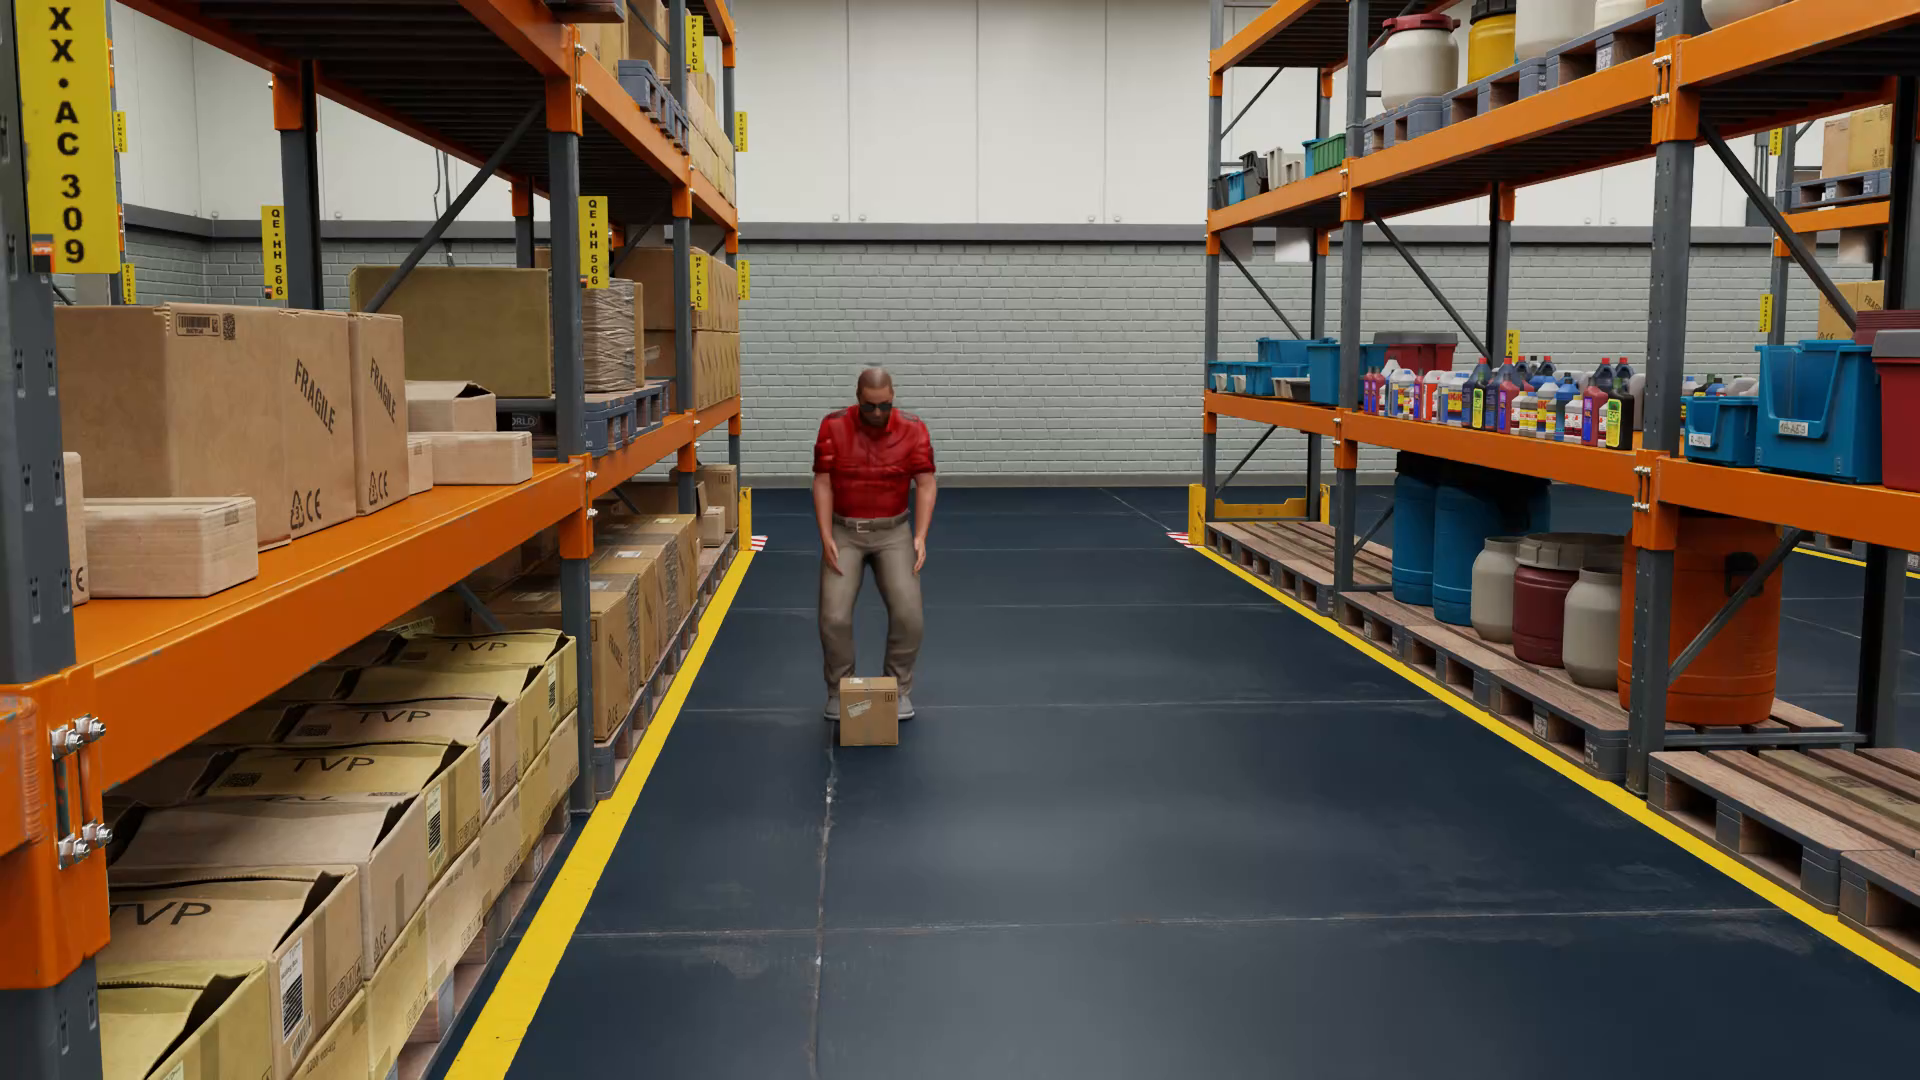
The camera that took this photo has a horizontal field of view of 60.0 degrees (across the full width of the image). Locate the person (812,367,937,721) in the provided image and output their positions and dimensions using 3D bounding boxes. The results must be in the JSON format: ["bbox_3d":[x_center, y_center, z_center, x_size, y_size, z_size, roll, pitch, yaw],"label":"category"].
[{"bbox_3d":[-0.392,0.015,7.683,0.571,1.624,0.503,0,7,-2],"label":"person"}]
